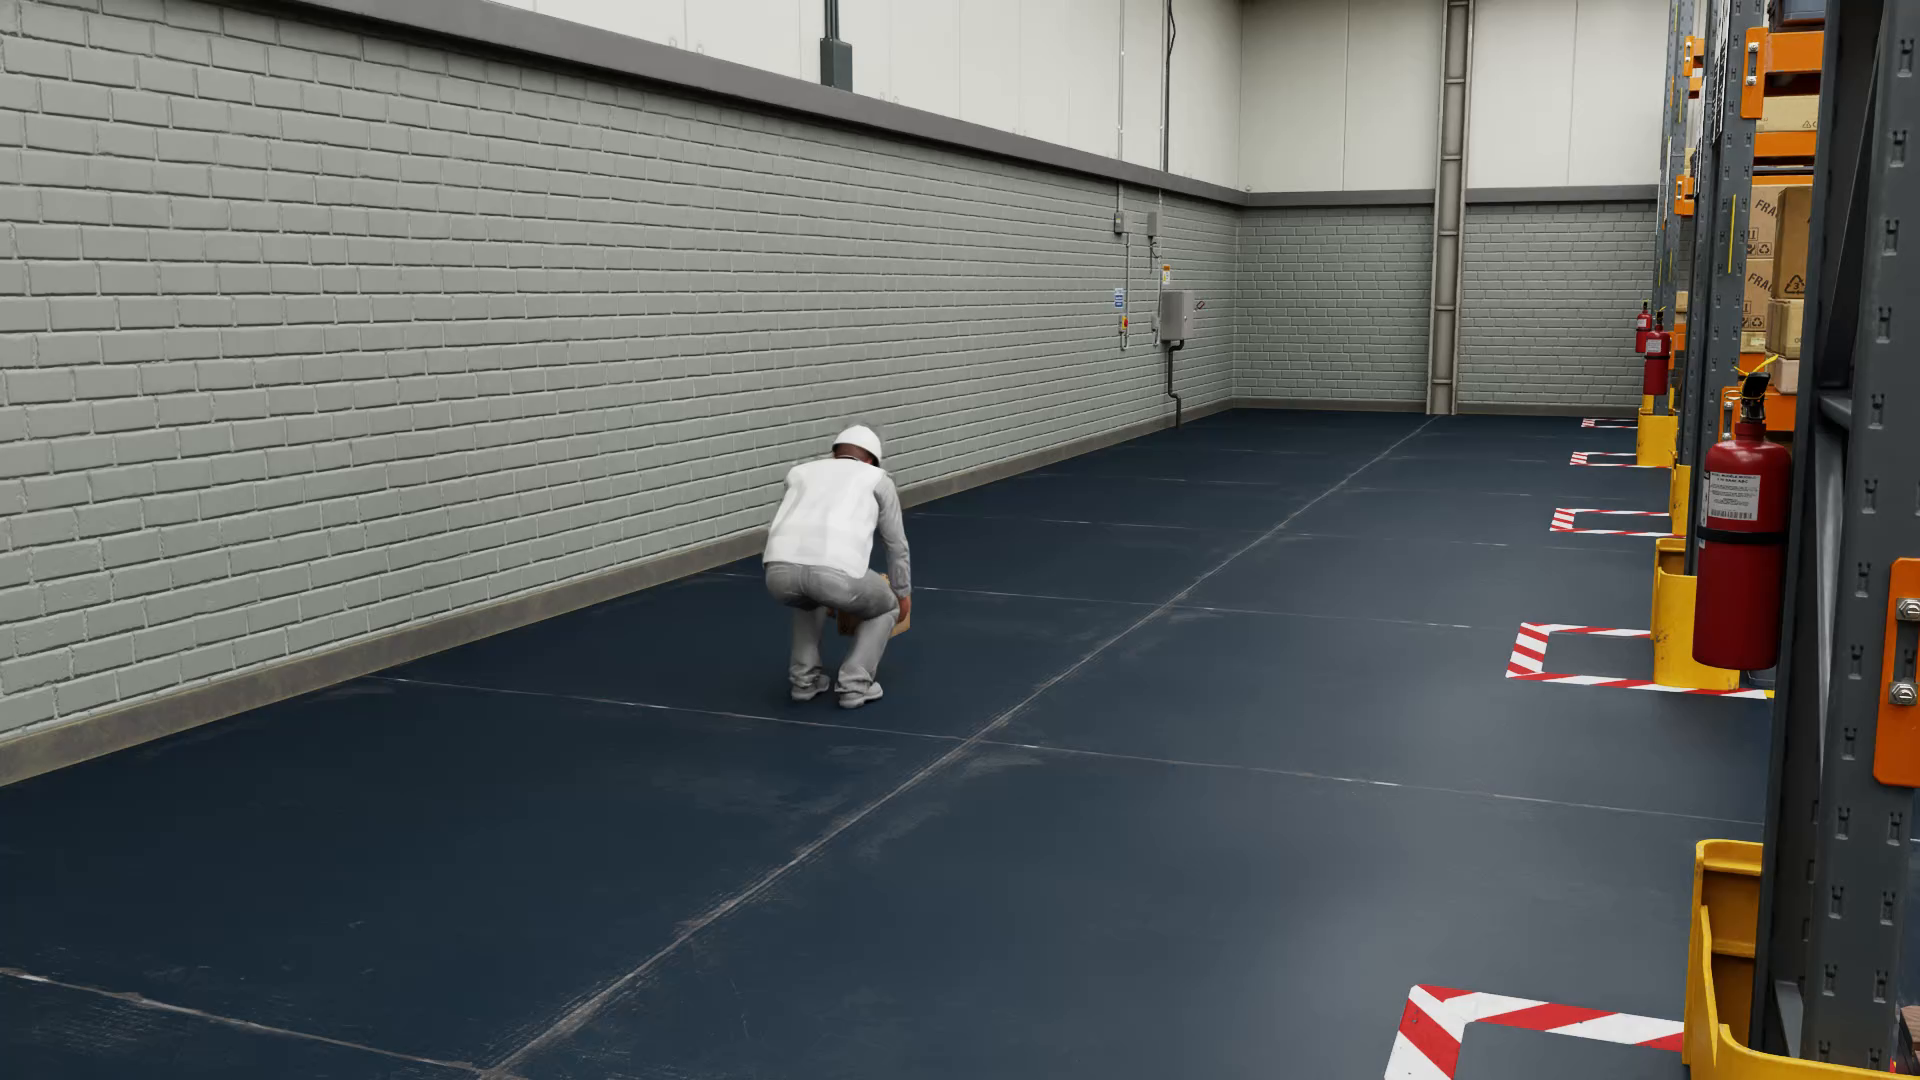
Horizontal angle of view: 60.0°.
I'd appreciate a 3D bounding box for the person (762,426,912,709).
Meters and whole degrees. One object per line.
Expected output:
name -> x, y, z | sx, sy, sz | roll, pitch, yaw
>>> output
person -> -0.529, 0.104, 7.176 | 0.512, 1.147, 0.861 | 3, 9, 21
